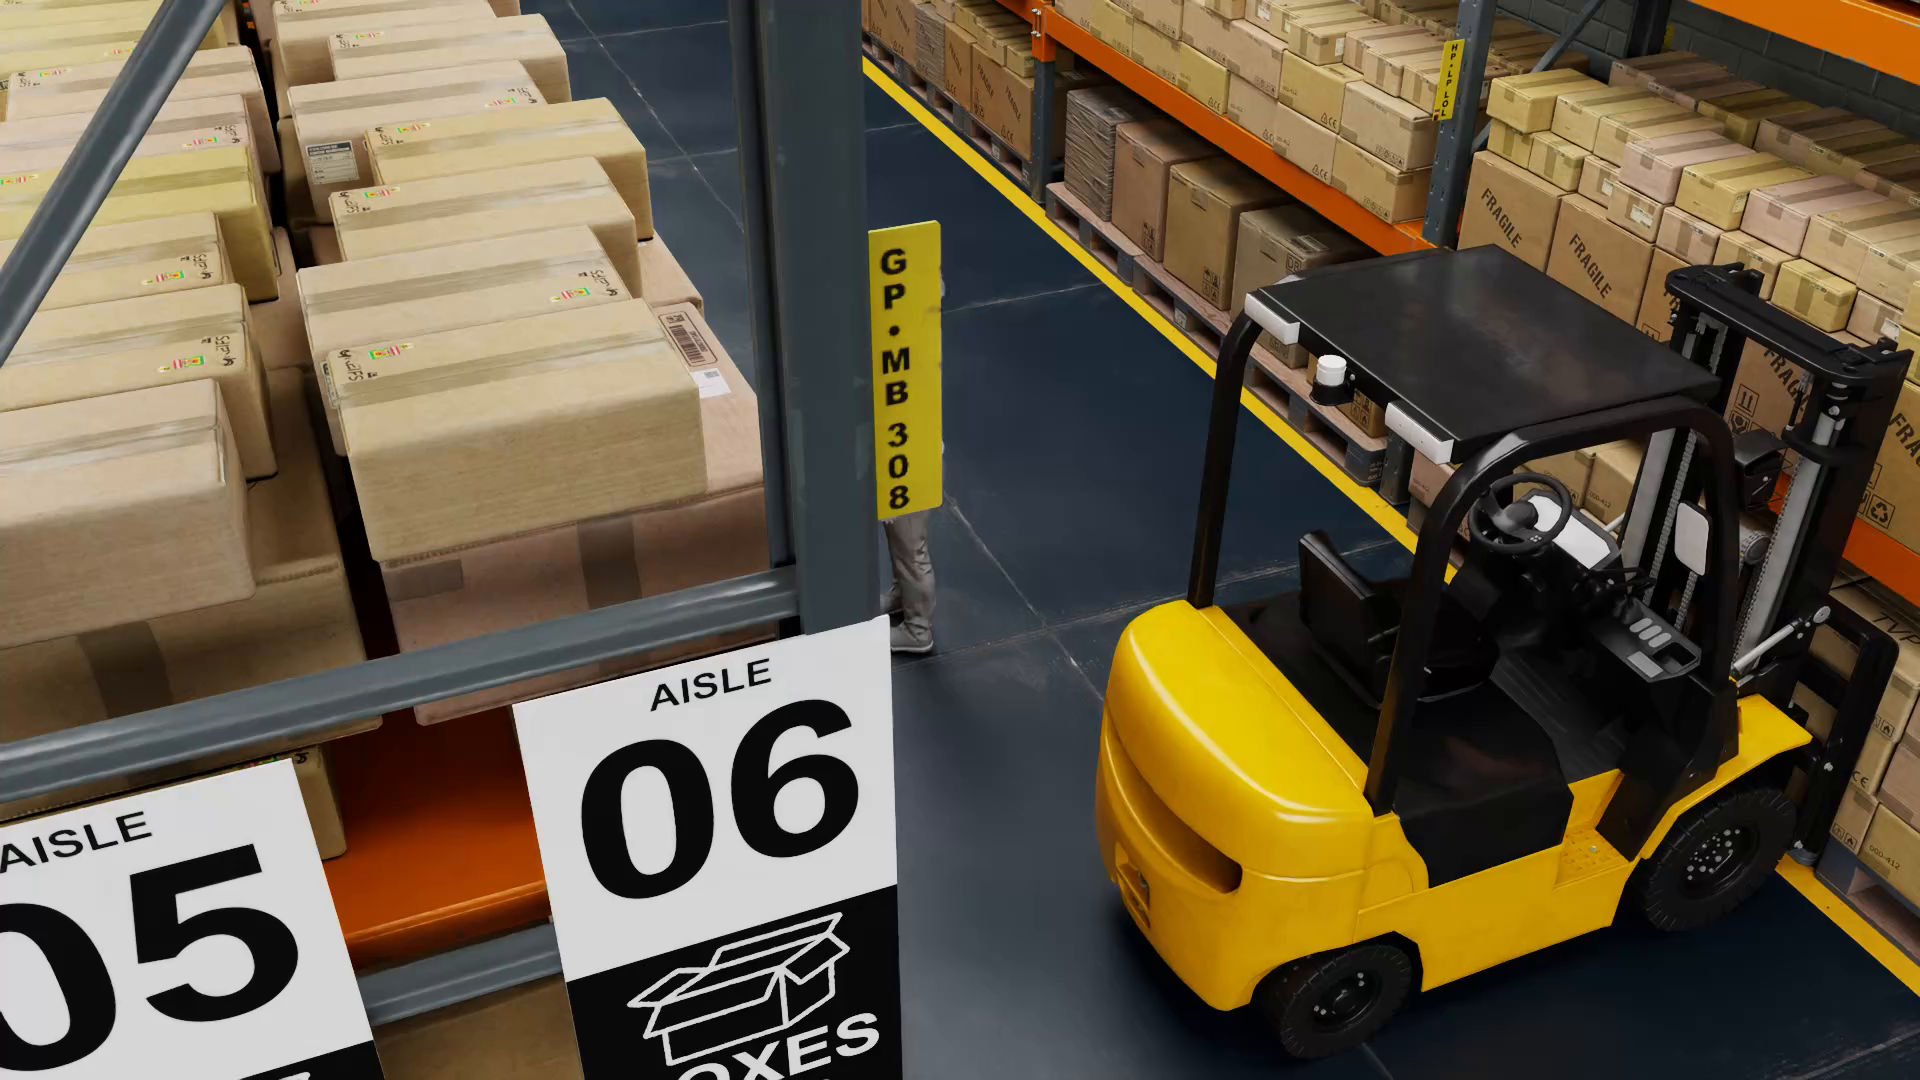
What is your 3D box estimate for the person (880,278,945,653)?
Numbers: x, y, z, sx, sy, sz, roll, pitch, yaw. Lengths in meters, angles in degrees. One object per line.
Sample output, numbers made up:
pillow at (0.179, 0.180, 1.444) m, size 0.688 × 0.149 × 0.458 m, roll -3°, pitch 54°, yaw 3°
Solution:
person at (-0.231, -0.314, 6.575) m, size 0.351 × 1.709 × 0.512 m, roll -6°, pitch 34°, yaw -9°
